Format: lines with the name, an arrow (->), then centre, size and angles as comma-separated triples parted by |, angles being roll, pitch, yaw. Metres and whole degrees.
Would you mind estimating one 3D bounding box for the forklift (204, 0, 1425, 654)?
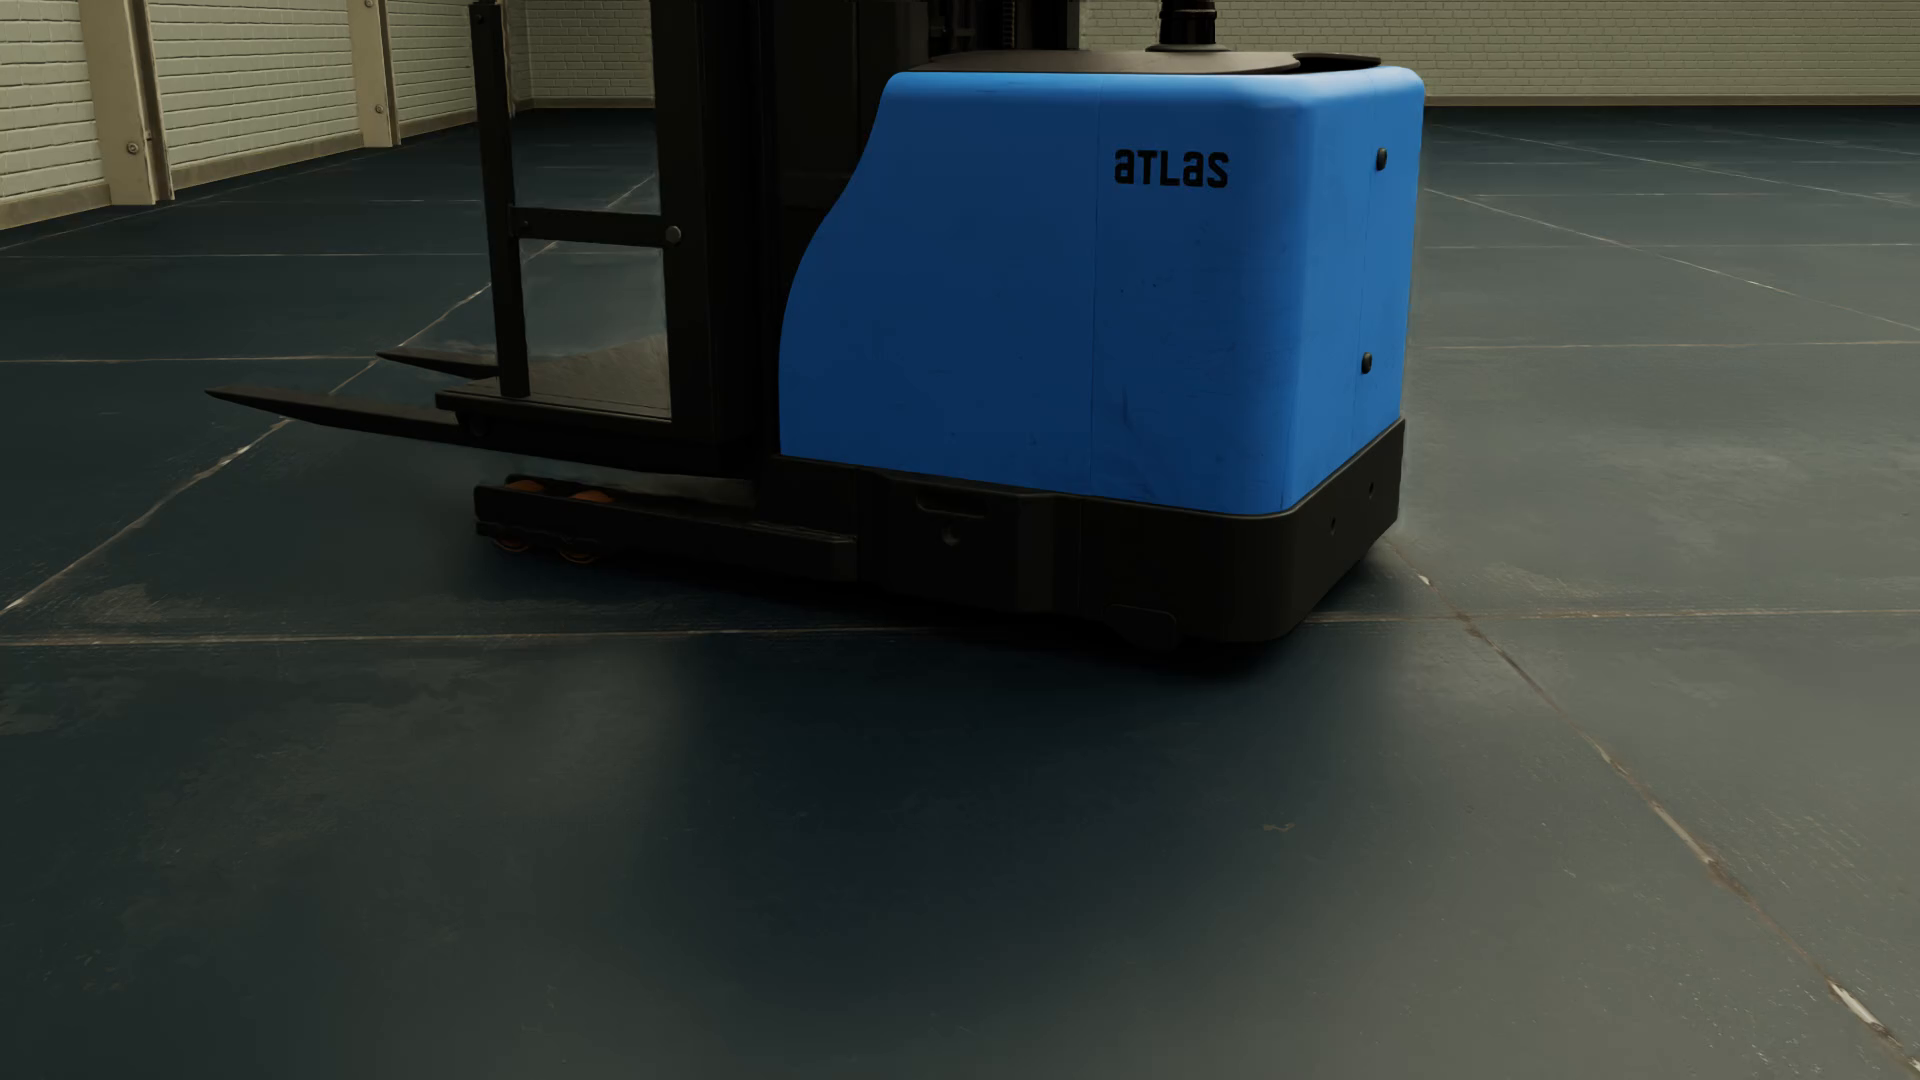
forklift -> -0.537, -1.473, 3.722 | 3.031, 2.935, 1.130 | 9, 19, 26
